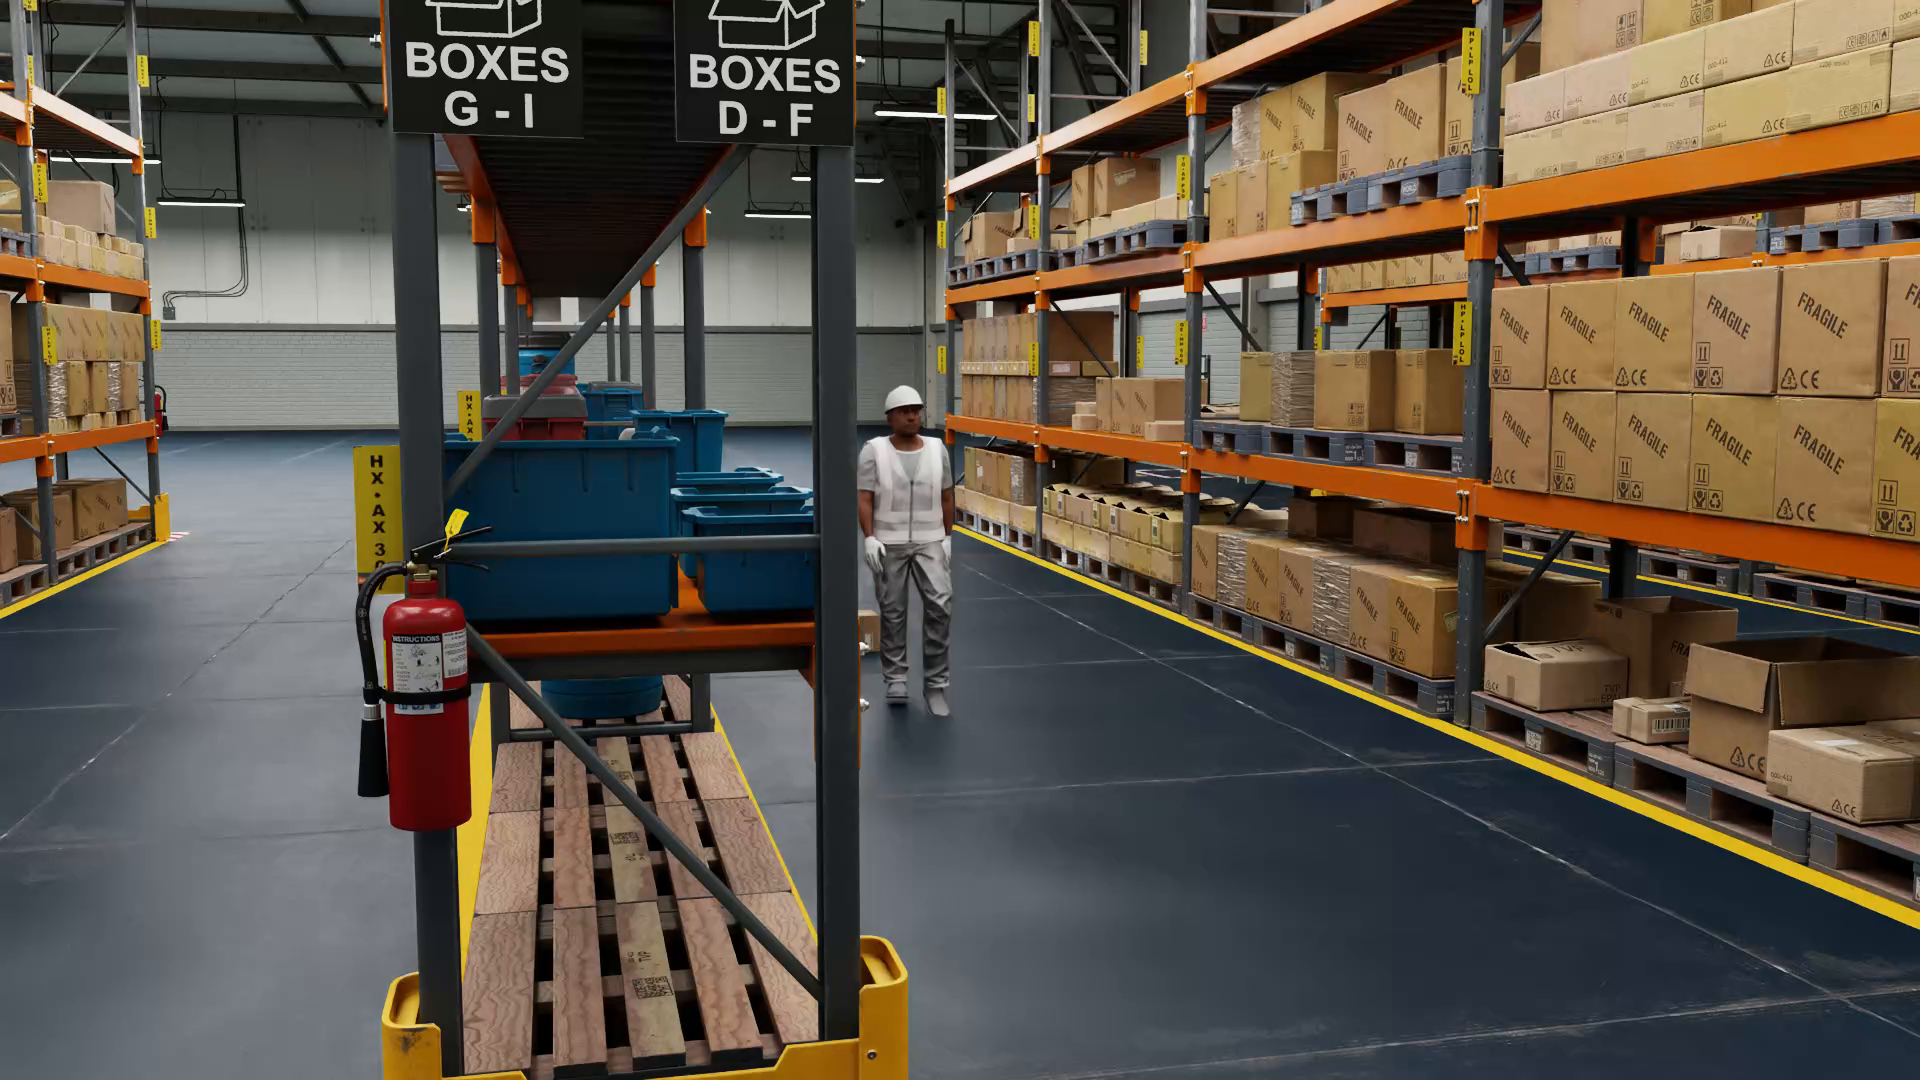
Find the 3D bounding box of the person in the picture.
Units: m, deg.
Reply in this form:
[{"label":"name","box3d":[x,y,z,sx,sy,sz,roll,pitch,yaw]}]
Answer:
[{"label":"person","box3d":[-0.293,0.065,9.261,0.564,1.842,0.562,-1,6,-10]}]
